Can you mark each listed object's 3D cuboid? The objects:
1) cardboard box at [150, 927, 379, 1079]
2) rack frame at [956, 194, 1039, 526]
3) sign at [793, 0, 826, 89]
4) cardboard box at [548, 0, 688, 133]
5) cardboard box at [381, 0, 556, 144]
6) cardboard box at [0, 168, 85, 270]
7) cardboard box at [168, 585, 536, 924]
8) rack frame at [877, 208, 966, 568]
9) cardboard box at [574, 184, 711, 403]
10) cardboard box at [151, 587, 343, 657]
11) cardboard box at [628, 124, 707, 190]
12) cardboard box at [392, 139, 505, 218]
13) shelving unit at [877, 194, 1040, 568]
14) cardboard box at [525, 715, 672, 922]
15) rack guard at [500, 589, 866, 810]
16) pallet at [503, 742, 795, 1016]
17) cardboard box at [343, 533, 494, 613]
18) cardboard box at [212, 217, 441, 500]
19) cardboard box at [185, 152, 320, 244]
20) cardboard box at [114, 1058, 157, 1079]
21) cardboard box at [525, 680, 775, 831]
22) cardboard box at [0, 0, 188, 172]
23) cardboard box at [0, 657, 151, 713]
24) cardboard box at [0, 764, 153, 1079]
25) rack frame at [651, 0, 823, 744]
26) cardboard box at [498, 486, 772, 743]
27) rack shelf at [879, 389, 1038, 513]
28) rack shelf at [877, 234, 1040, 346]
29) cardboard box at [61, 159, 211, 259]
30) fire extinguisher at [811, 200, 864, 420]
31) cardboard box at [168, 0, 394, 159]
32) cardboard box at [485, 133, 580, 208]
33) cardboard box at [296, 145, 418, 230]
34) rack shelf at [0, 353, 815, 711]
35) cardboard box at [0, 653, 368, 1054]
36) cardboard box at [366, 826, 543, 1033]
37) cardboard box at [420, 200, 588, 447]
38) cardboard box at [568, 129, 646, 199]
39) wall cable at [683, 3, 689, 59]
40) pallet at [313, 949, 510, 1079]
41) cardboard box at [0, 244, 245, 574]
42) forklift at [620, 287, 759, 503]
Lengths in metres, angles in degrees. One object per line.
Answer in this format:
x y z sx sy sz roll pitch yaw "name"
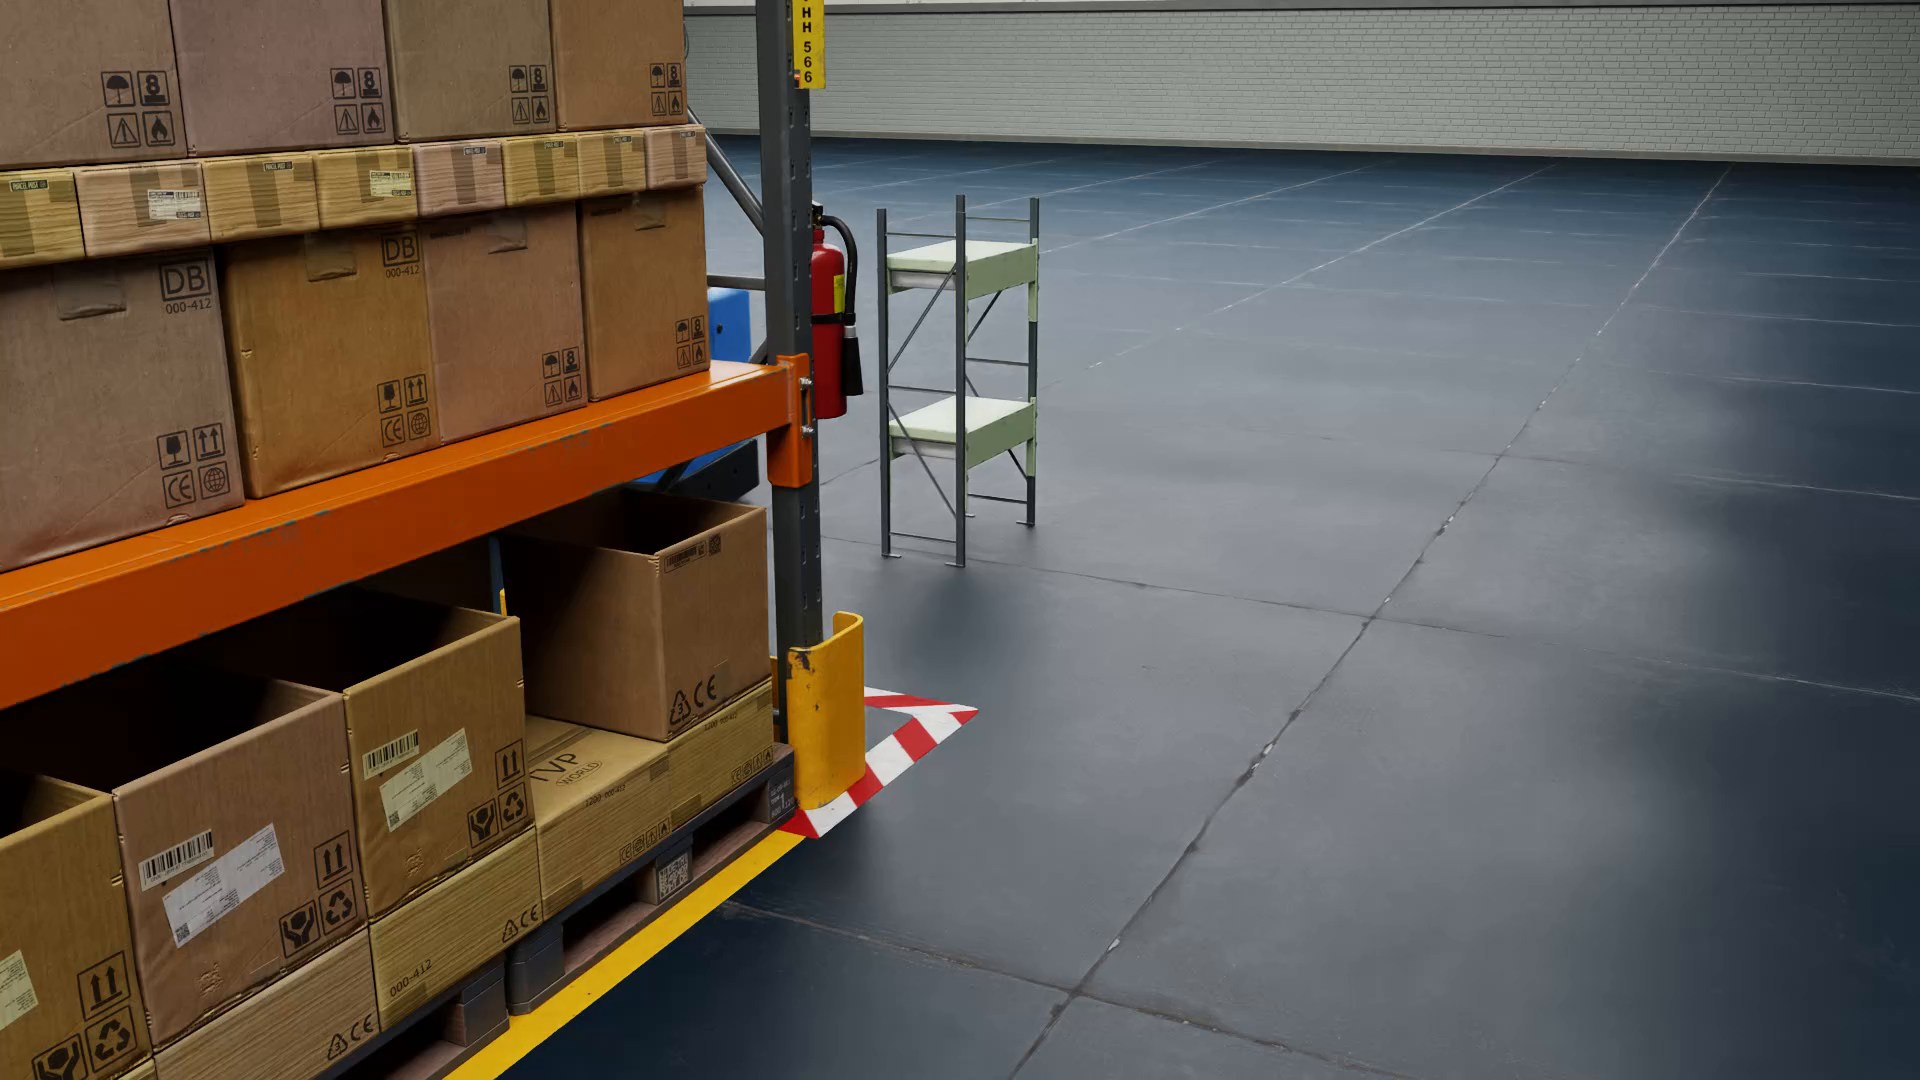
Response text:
-1.513 0.921 3.246 0.500 0.250 0.500 8 18 25 "cardboard box"
0.167 -0.814 7.630 0.400 1.500 0.023 8 18 25 "rack frame"
-0.399 -1.349 4.350 0.100 0.325 0.005 8 18 25 "sign"
-1.122 -1.292 4.153 0.700 0.500 0.500 8 18 26 "cardboard box"
-1.352 -1.158 3.700 0.700 0.500 0.500 8 18 24 "cardboard box"
-1.683 -0.532 2.733 0.380 0.149 0.250 8 18 25 "cardboard box"
-1.285 0.435 3.566 0.500 0.500 0.500 8 18 25 "cardboard box"
-0.161 -0.627 7.003 0.400 1.500 0.023 8 18 25 "rack frame"
-1.098 -0.684 4.383 0.700 0.500 0.500 8 18 25 "cardboard box"
-1.750 0.369 3.789 0.500 0.500 0.500 8 18 25 "cardboard box"
-0.878 -0.991 4.277 0.380 0.149 0.250 8 18 24 "cardboard box"
-1.223 -0.795 3.617 0.380 0.149 0.250 8 18 26 "cardboard box"
0.003 -0.721 7.317 0.431 1.500 0.755 8 18 25 "shelving unit"
-1.066 0.666 4.104 0.500 0.250 0.500 8 18 25 "cardboard box"
-0.867 0.439 5.169 1.175 0.500 0.348 8 18 25 "rack guard"
-1.182 0.783 4.516 1.003 0.211 1.213 8 18 25 "pallet"
-1.538 0.240 4.223 0.500 0.500 0.500 8 18 25 "cardboard box"
-1.556 -0.424 3.508 0.700 0.500 0.500 8 18 26 "cardboard box"
-1.456 -0.661 3.166 0.380 0.149 0.250 9 19 27 "cardboard box"
-1.731 1.049 2.815 0.500 0.250 0.500 8 18 25 "cardboard box"
-0.853 0.538 4.538 0.500 0.250 0.500 8 18 25 "cardboard box"
-1.800 -0.902 2.838 0.700 0.500 0.500 8 18 25 "cardboard box"
-1.989 0.494 3.368 0.500 0.500 0.500 8 18 25 "cardboard box"
-1.731 0.690 2.708 0.500 0.500 0.500 8 18 25 "cardboard box"
-0.878 -0.753 4.793 1.000 3.000 0.127 8 18 25 "rack frame"
-0.851 0.178 4.430 0.500 0.500 0.500 8 18 25 "cardboard box"
0.003 -0.408 7.409 0.431 0.370 0.720 8 18 25 "rack shelf"
0.003 -1.095 7.205 0.431 0.370 0.720 8 18 25 "rack shelf"
-1.570 -0.595 2.946 0.380 0.149 0.250 8 18 25 "cardboard box"
-0.410 -0.687 4.706 0.296 0.674 0.183 8 18 25 "fire extinguisher"
-1.576 -1.029 3.267 0.700 0.500 0.500 8 18 26 "cardboard box"
-1.108 -0.859 3.832 0.380 0.149 0.250 8 18 25 "cardboard box"
-1.340 -0.728 3.392 0.380 0.149 0.250 9 19 27 "cardboard box"
-1.772 0.101 3.180 1.077 0.370 4.000 8 18 25 "rack shelf"
-1.510 0.562 3.138 0.500 0.500 0.500 8 18 25 "cardboard box"
-1.288 0.794 3.674 0.500 0.250 0.500 8 18 25 "cardboard box"
-1.328 -0.550 3.931 0.700 0.500 0.500 9 19 27 "cardboard box"
-0.994 -0.924 4.052 0.380 0.149 0.250 9 19 27 "cardboard box"
-8.259 -13.454 42.471 3.097 2.526 0.112 8 18 25 "wall cable"
-1.729 1.093 3.473 1.003 0.211 1.213 8 18 25 "pallet"
-1.787 -0.289 3.055 0.700 0.500 0.500 9 19 27 "cardboard box"
-2.565 -1.600 7.765 3.031 2.935 1.130 5 17 15 "forklift"
